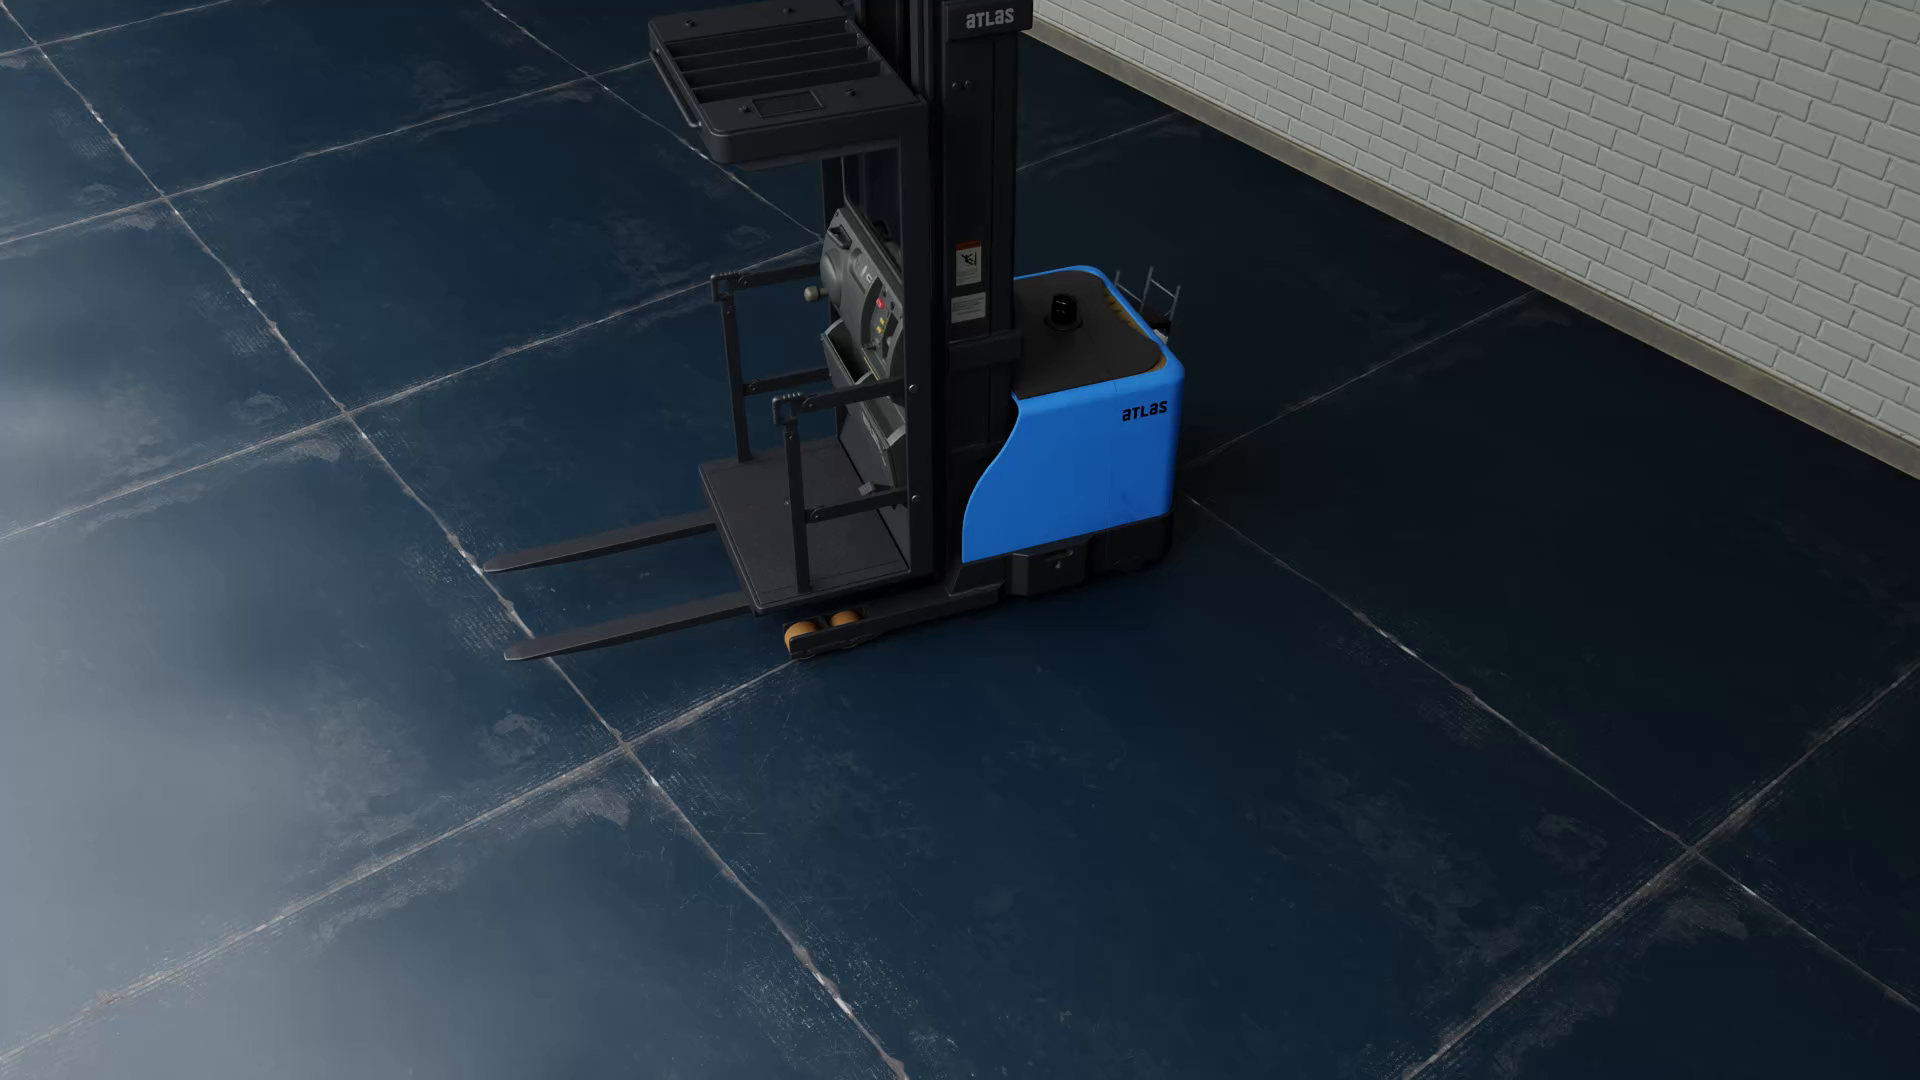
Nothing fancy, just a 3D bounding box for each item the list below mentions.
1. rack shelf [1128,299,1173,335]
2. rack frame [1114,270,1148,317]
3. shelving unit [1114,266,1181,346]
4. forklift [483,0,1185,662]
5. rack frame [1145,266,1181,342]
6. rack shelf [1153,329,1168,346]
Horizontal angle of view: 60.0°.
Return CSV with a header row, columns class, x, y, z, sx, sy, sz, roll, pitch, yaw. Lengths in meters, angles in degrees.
class,x,y,z,sx,sy,sz,roll,pitch,yaw
rack shelf,0.876,-1.081,8.105,0.200,0.077,0.258,-12,40,-31
rack frame,0.754,-0.868,8.184,0.006,0.900,0.240,-12,40,-31
shelving unit,0.840,-0.887,8.236,0.210,0.900,0.258,-12,40,-31
forklift,-0.590,-0.993,6.783,3.031,2.935,1.130,-13,41,-16
rack frame,0.925,-0.905,8.288,0.006,0.900,0.240,-12,40,-31
rack shelf,0.862,-1.007,8.155,0.200,0.077,0.258,-12,40,-31
